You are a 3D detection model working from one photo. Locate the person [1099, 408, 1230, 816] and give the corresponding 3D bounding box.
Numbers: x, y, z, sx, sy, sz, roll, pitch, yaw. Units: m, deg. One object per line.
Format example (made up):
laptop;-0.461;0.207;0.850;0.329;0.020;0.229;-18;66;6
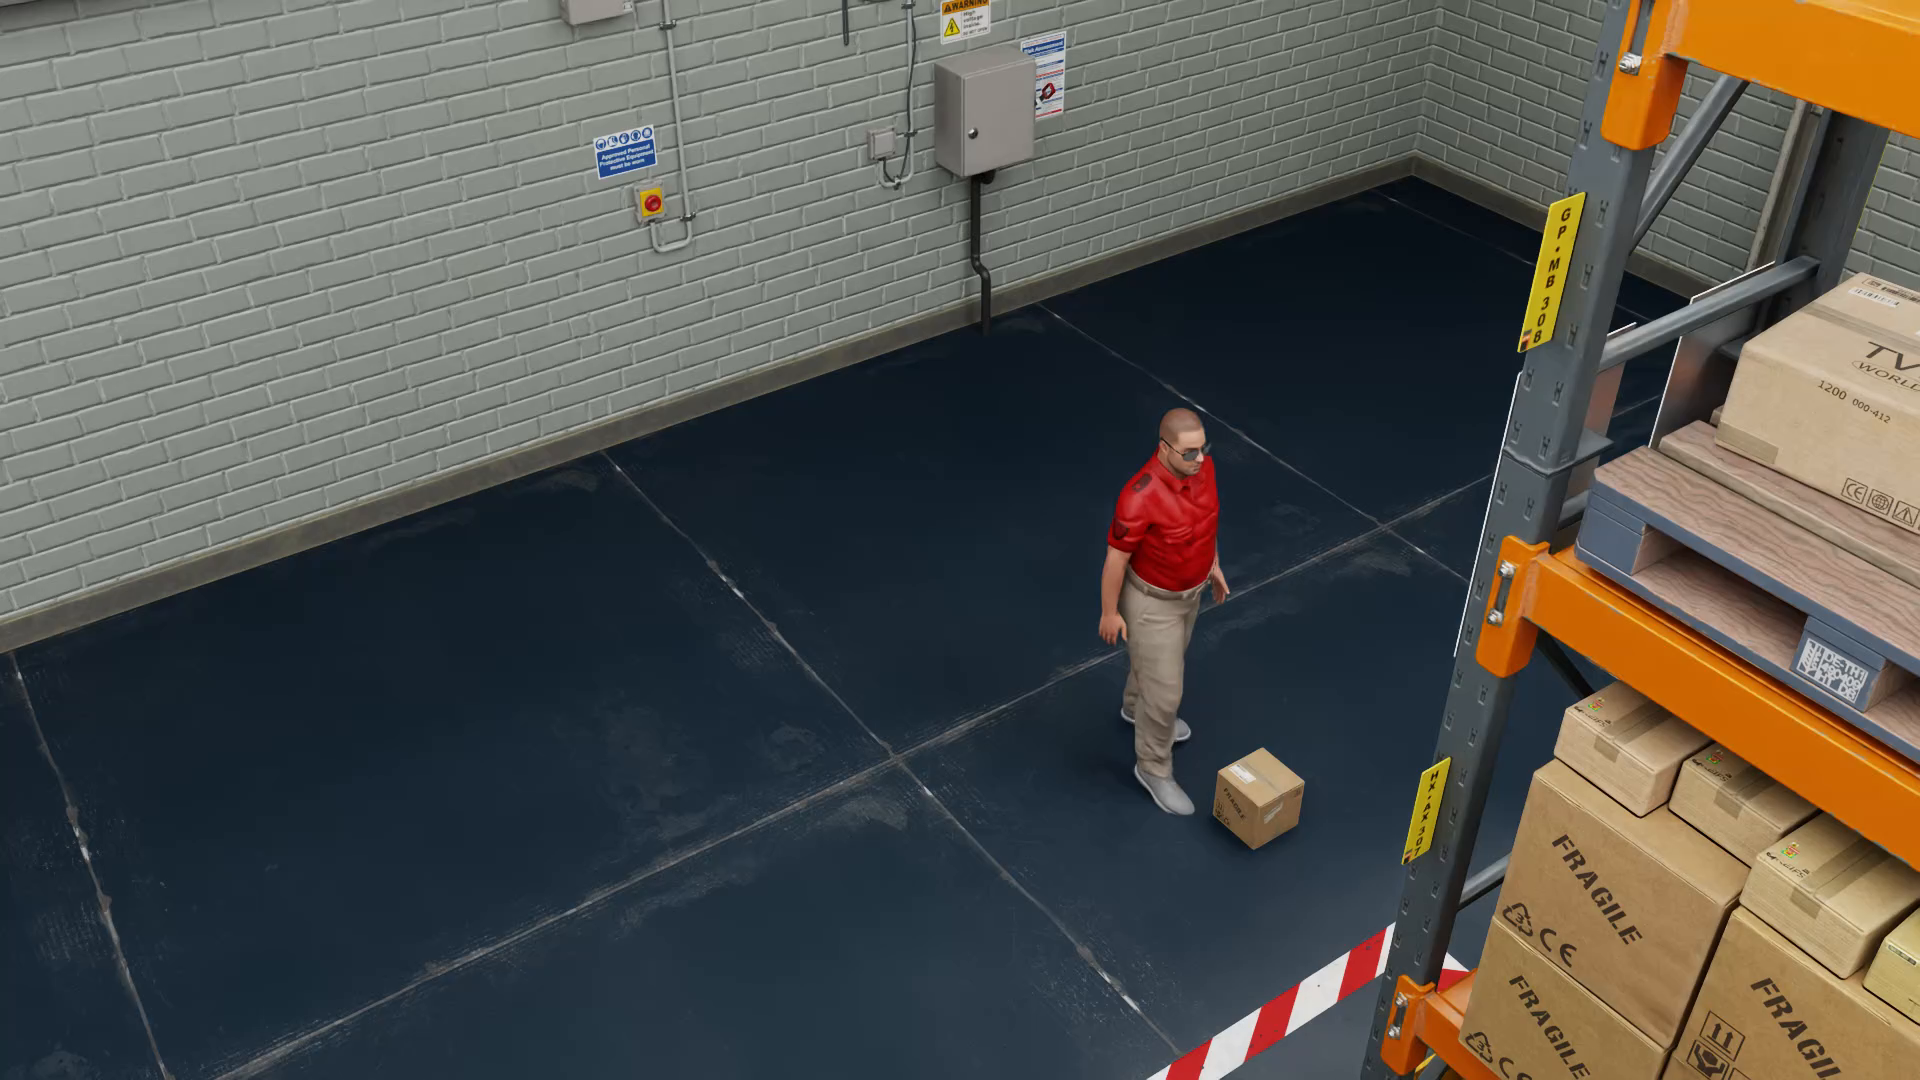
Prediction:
person;0.879;0.251;6.690;0.561;1.767;0.587;24;42;29
